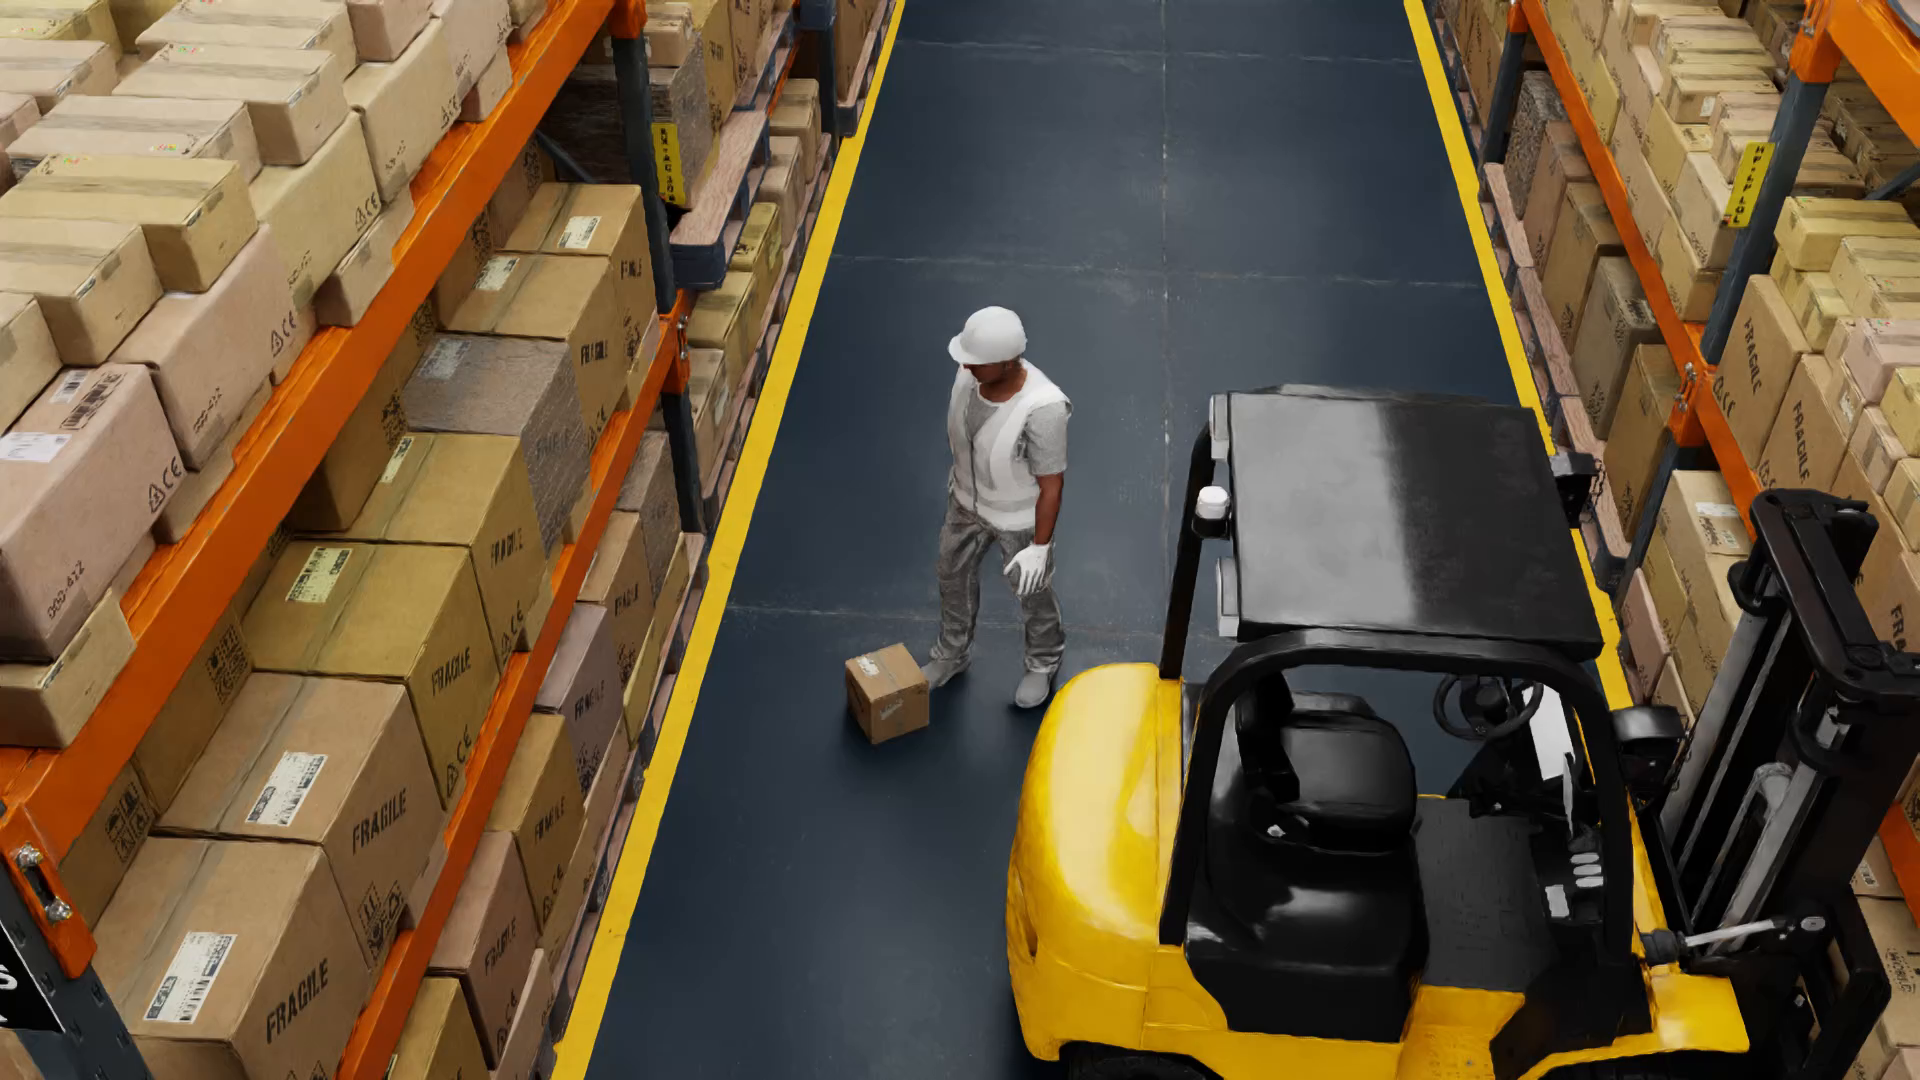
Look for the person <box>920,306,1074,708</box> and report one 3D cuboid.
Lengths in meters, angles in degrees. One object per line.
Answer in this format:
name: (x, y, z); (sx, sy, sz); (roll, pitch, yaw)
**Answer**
person: (0.126, -0.083, 6.259); (0.523, 1.833, 0.681); (-32, 49, -32)
